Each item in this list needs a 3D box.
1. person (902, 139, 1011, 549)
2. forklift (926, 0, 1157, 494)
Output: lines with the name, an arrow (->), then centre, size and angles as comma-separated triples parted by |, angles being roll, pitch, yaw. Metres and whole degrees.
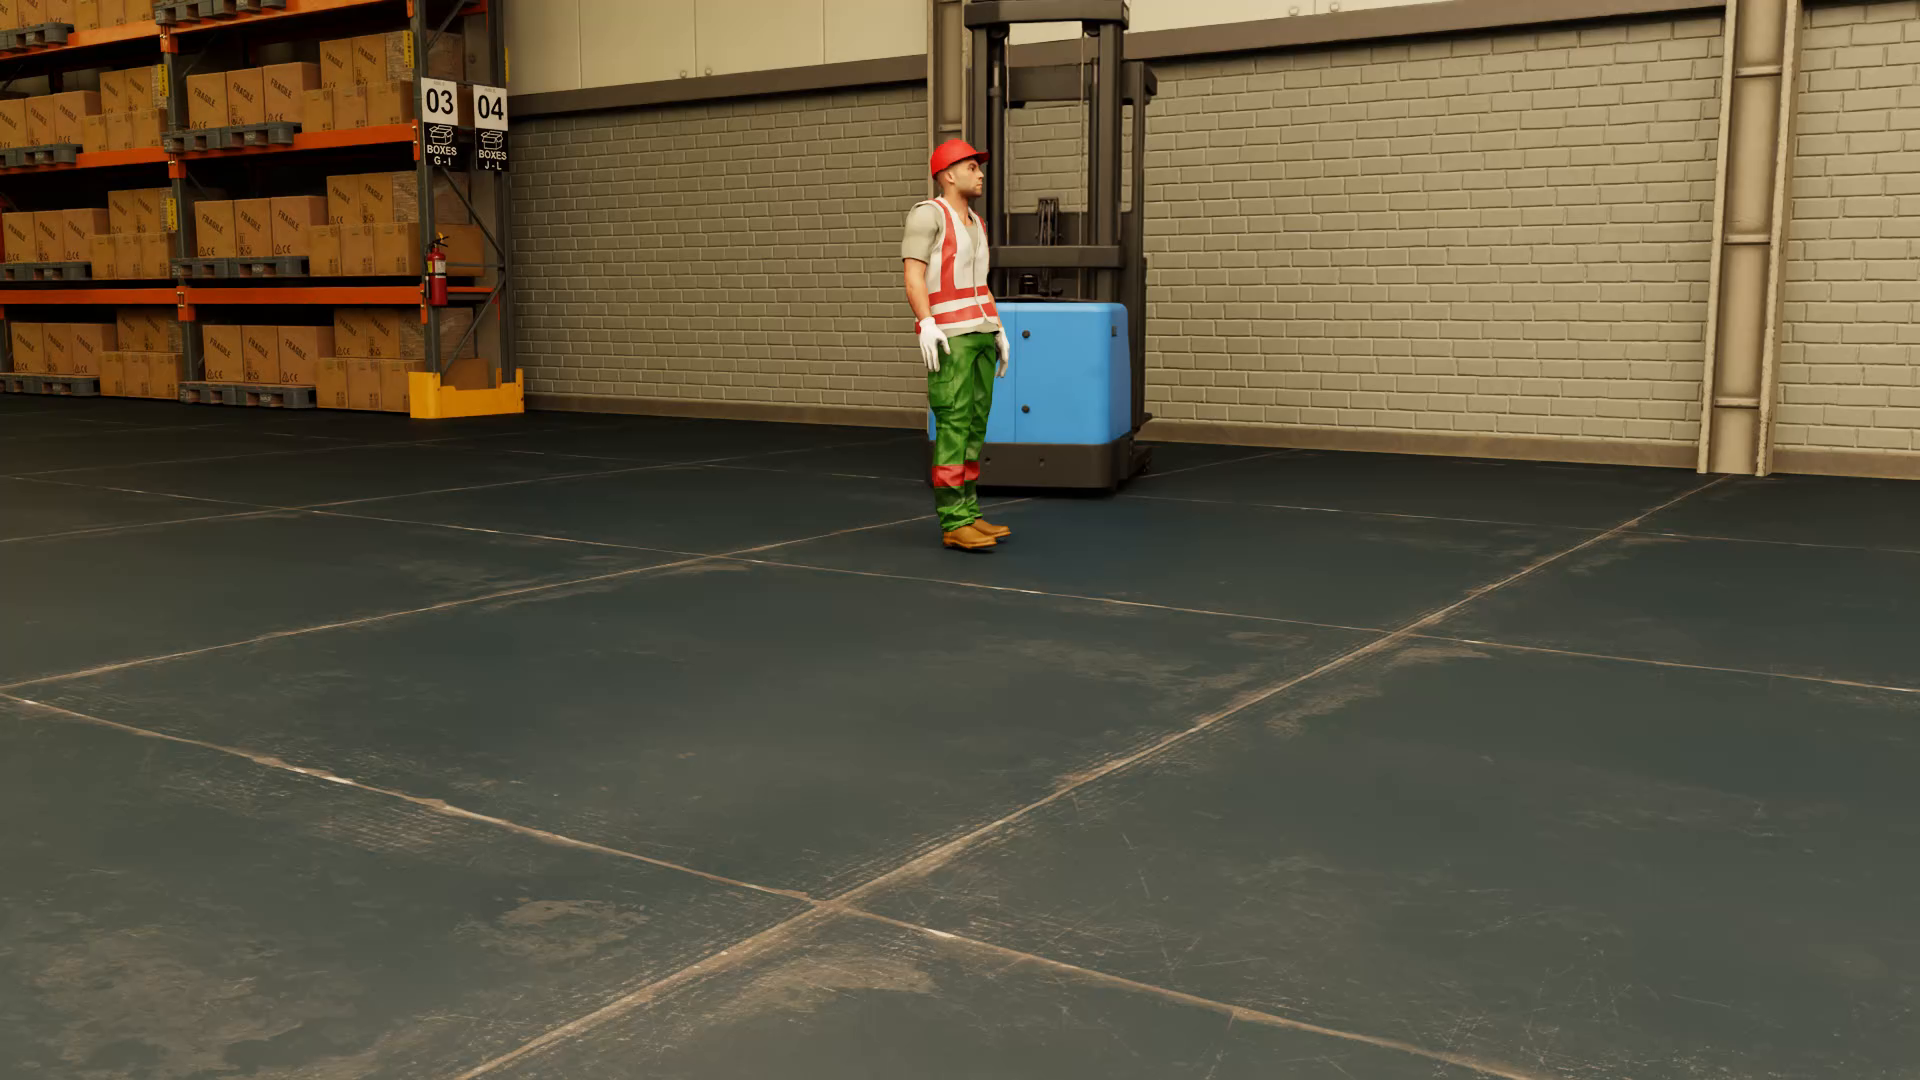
person -> 0.059, -0.885, 7.422 | 0.563, 1.788, 0.638 | 5, 10, 34
forklift -> 0.632, -1.883, 10.434 | 1.130, 2.935, 3.031 | 2, 8, 12
